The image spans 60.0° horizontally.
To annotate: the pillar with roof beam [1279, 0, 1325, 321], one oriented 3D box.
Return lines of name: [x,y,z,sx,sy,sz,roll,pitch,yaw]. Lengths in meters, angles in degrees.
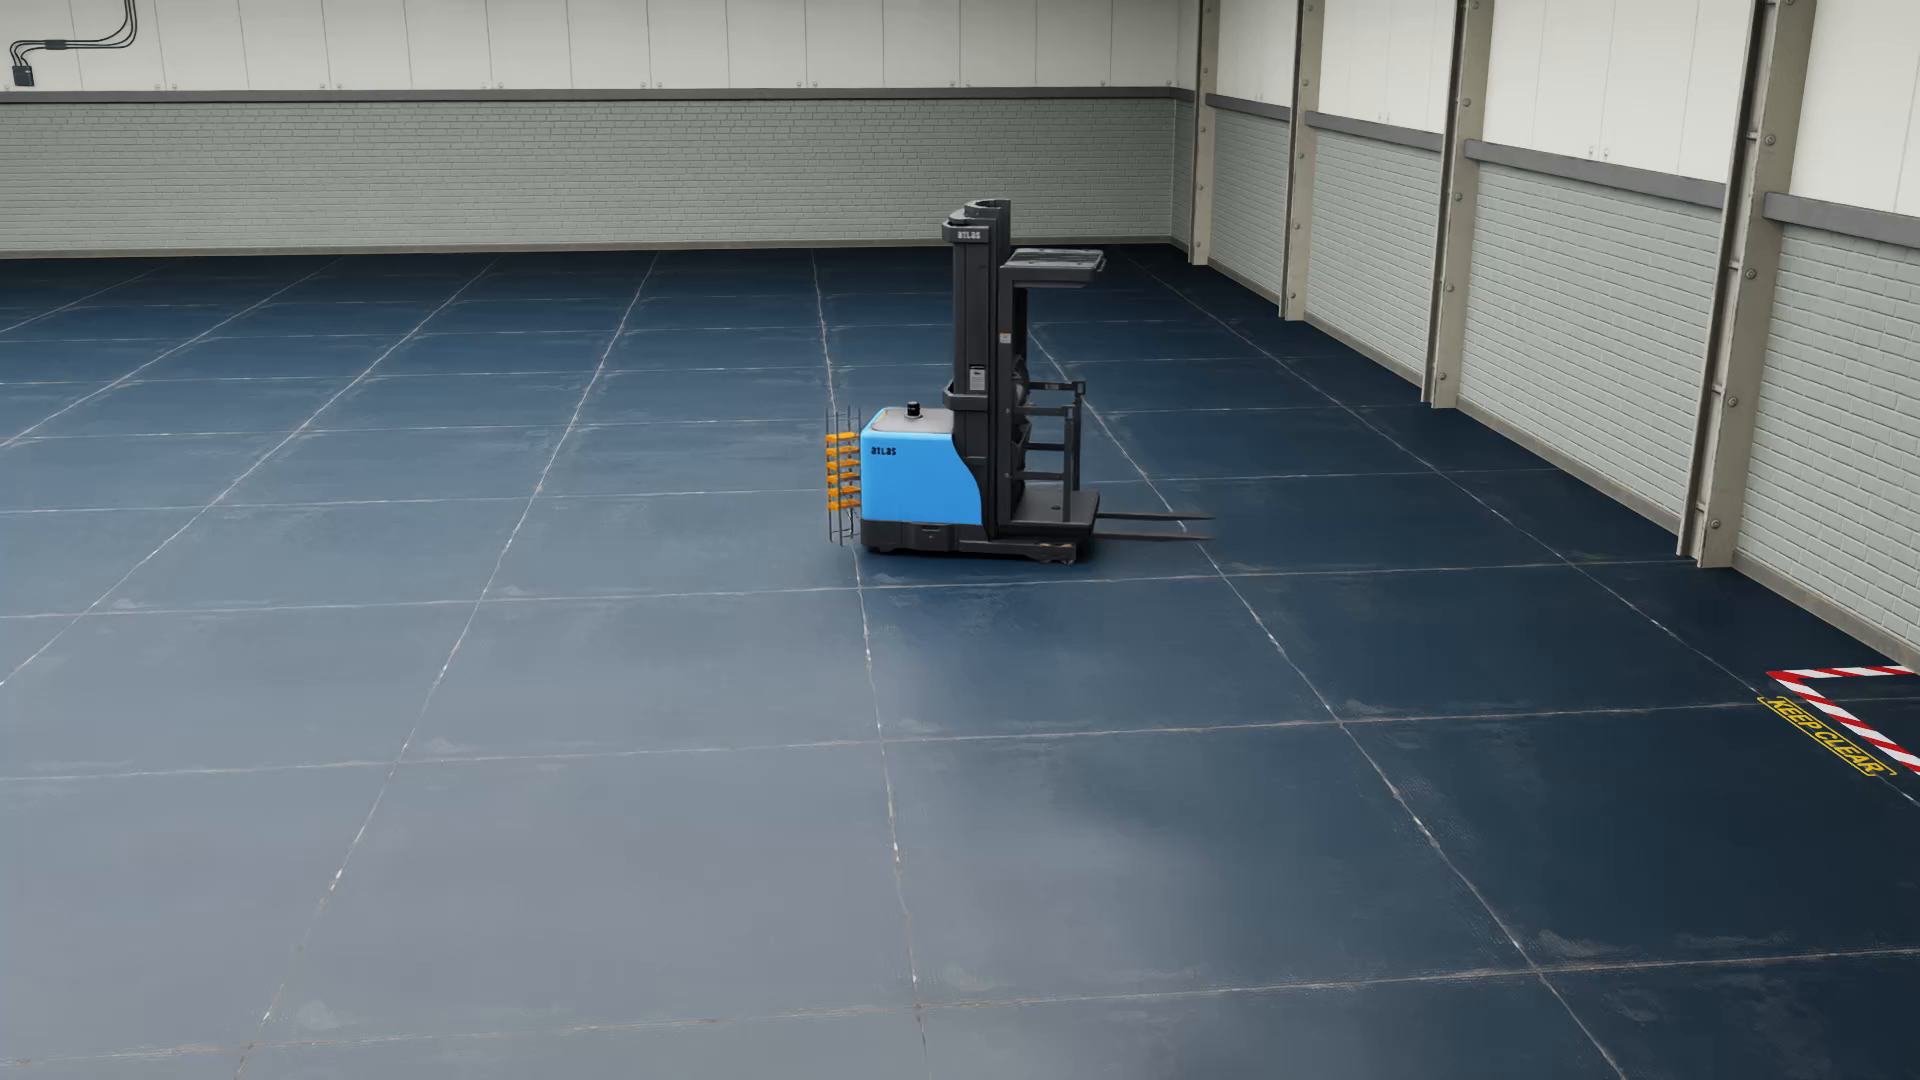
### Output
pillar with roof beam: [0.816,-7.567,23.755,9.100,9.000,0.400,-2,18,-6]

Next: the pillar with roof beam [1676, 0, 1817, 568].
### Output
pillar with roof beam: [2.053,-3.991,12.367,9.100,9.000,0.400,-2,18,-6]

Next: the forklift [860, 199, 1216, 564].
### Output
forklift: [0.704,-1.365,14.132,3.031,2.935,1.130,3,18,8]

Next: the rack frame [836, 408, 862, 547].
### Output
rack frame: [-0.950,-0.536,14.364,0.240,1.200,0.006,-11,19,-32]

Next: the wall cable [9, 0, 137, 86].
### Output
wall cable: [-16.397,-11.344,30.109,2.305,6.003,0.169,-2,18,-6]

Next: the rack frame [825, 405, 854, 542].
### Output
rack frame: [-1.051,-0.577,14.511,0.240,1.200,0.006,-11,19,-32]

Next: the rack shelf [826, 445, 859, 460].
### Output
rack shelf: [-1.002,-0.745,14.383,0.258,0.103,0.180,-11,19,-32]

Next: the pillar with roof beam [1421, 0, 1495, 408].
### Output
pillar with roof beam: [1.435,-5.779,18.061,9.100,9.000,0.400,-2,18,-6]

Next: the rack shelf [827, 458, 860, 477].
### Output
rack shelf: [-1.001,-0.629,14.416,0.258,0.103,0.180,-11,19,-32]

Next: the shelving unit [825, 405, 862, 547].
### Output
shelving unit: [-1.000,-0.557,14.437,0.258,1.200,0.189,-11,19,-32]

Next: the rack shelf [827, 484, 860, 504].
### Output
rack shelf: [-0.999,-0.399,14.483,0.258,0.103,0.180,-11,19,-32]

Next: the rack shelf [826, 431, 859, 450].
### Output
rack shelf: [-1.003,-0.860,14.350,0.258,0.103,0.180,-11,19,-32]

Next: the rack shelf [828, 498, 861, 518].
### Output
rack shelf: [-0.998,-0.283,14.516,0.258,0.103,0.180,-11,19,-32]

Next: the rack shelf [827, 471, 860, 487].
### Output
rack shelf: [-1.000,-0.514,14.450,0.258,0.103,0.180,-11,19,-32]

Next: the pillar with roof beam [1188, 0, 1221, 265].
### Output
pillar with roof beam: [0.197,-9.354,29.449,9.100,9.000,0.400,-2,18,-6]
